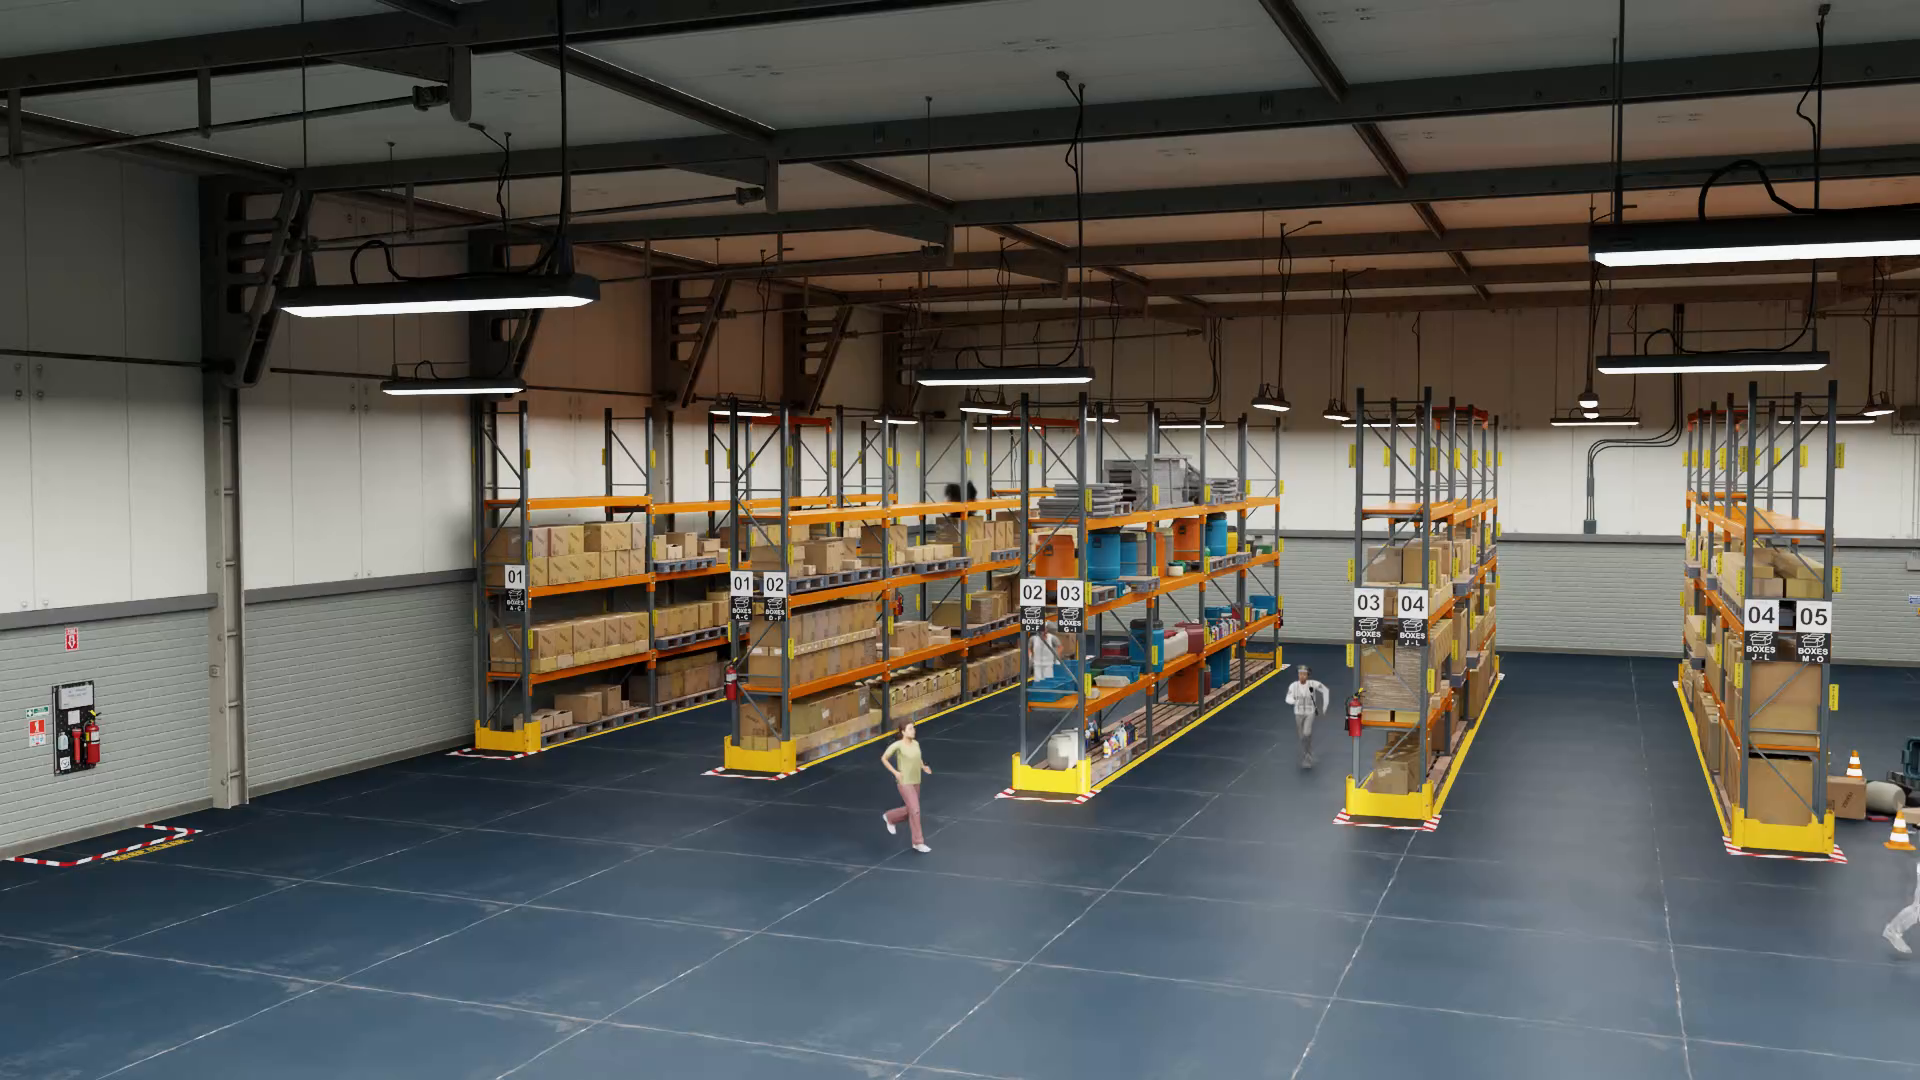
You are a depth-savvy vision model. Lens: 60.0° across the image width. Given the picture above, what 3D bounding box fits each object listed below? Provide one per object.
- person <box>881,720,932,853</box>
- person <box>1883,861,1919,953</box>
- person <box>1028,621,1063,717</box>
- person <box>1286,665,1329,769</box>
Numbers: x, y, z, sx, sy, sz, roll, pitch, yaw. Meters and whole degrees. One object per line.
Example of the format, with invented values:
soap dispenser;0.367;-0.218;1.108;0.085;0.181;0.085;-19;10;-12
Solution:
person;-0.702;3.142;21.396;0.867;1.666;0.579;2;4;41
person;9.596;3.345;16.361;0.695;1.774;1.006;-1;3;-26
person;1.534;2.389;30.987;0.648;1.812;0.638;1;3;17
person;5.615;2.846;26.939;0.641;1.676;0.786;1;3;23
